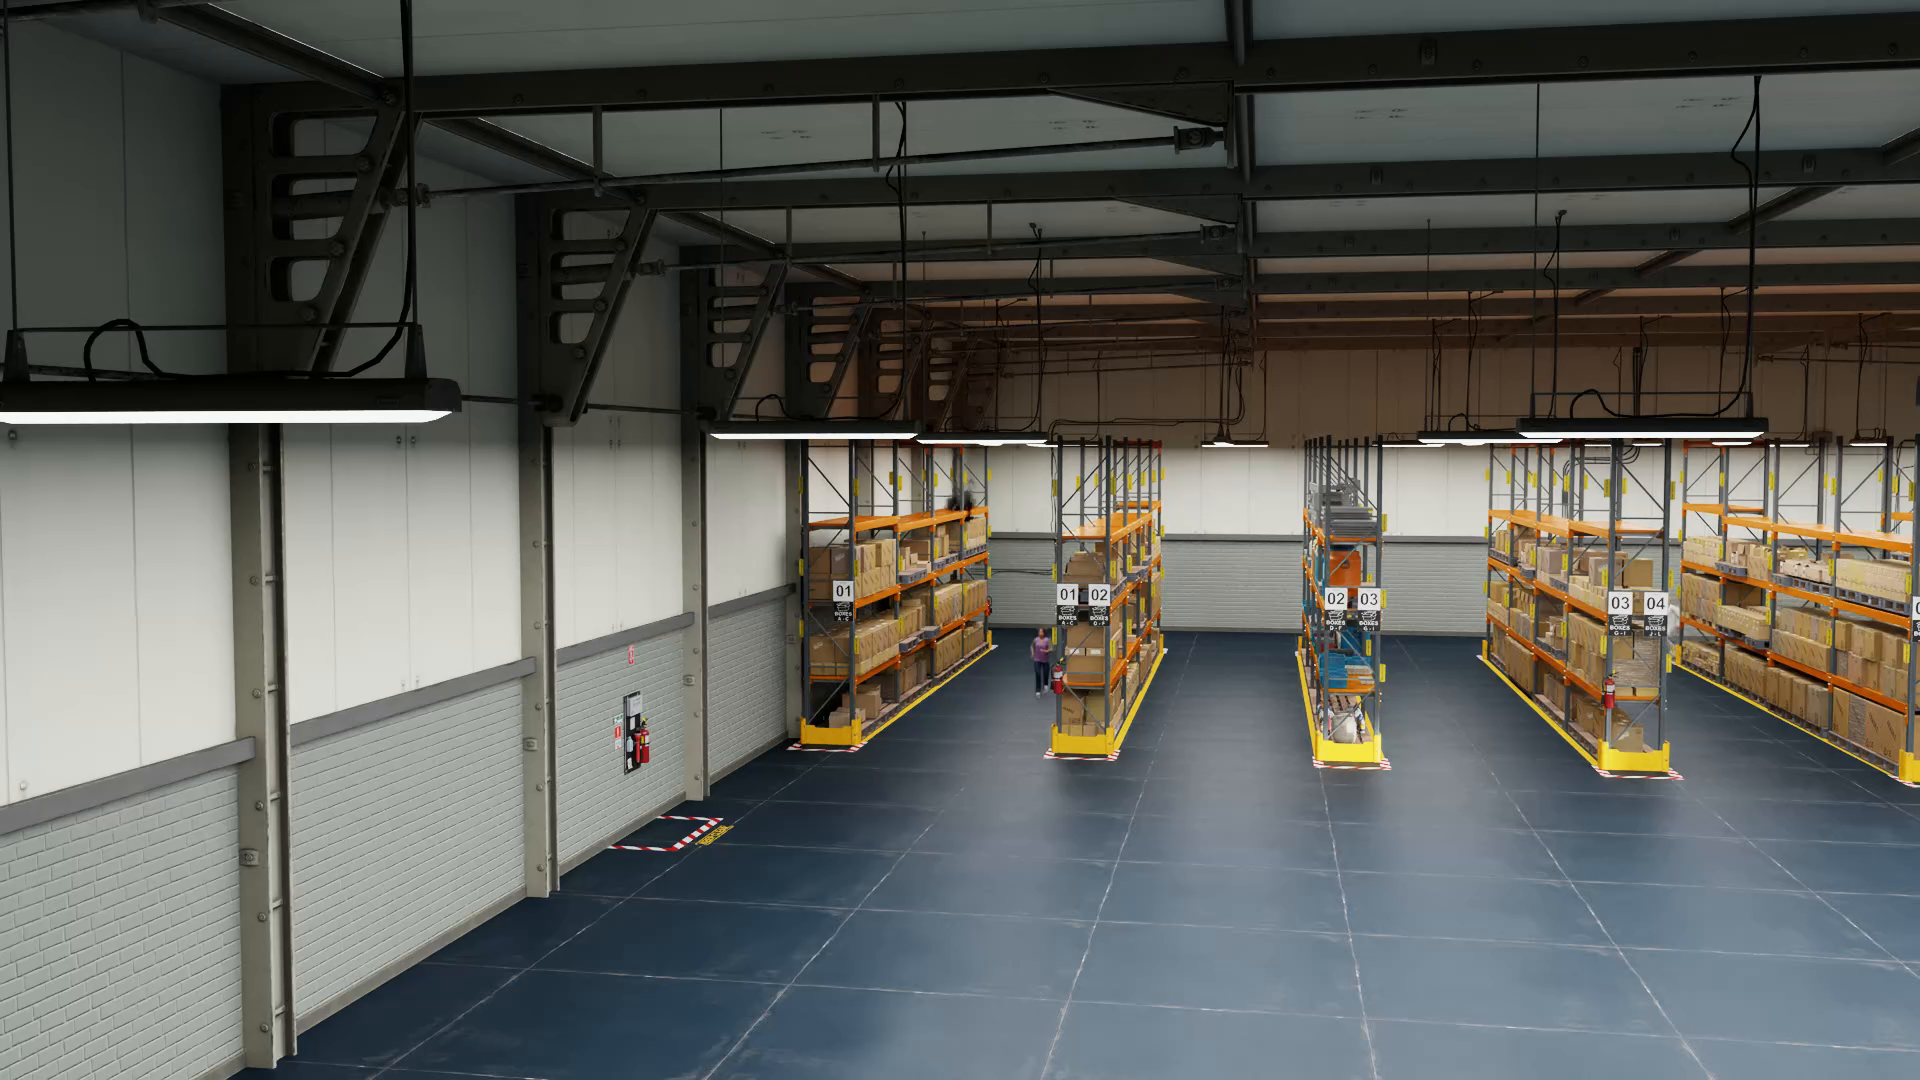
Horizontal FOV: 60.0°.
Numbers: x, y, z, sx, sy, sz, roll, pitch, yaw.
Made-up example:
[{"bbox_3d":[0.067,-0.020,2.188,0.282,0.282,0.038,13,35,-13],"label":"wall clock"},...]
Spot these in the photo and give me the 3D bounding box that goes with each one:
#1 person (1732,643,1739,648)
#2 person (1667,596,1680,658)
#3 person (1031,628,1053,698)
[{"bbox_3d":[21.492,2.392,45.545,0.908,1.758,0.653,1,3,12],"label":"person"},{"bbox_3d":[19.358,2.400,45.559,0.702,1.722,0.742,0,3,-9],"label":"person"},{"bbox_3d":[1.892,2.819,38.570,0.537,1.585,0.893,0,3,9],"label":"person"}]
